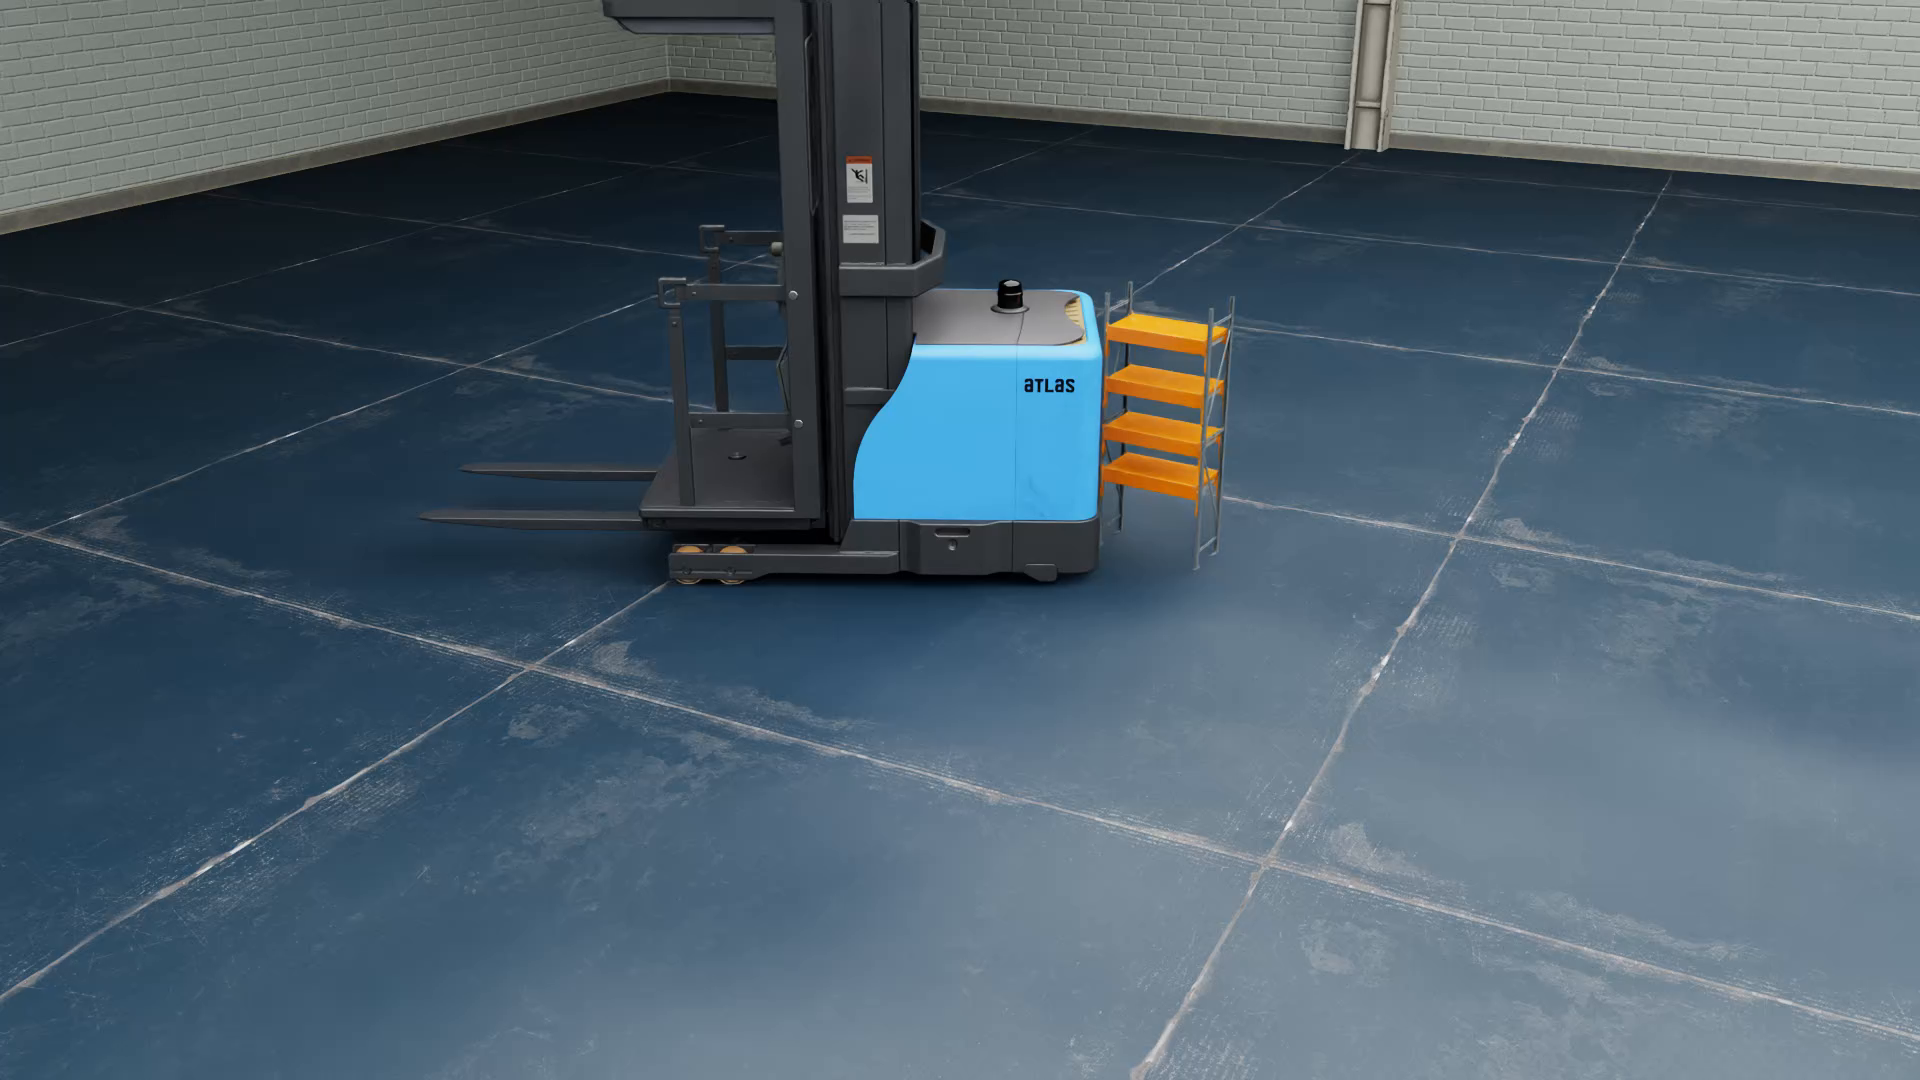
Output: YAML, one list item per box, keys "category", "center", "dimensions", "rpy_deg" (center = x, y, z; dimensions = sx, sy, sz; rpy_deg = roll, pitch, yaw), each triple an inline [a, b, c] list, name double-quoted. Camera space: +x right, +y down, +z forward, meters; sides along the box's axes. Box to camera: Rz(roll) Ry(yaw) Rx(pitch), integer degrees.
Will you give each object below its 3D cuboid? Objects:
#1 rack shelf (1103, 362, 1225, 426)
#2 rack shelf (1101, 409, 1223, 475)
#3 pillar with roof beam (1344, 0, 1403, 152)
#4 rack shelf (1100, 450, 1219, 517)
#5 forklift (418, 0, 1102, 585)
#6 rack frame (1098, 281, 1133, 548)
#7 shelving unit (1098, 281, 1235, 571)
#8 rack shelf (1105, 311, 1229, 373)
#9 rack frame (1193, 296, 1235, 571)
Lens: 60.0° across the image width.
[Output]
- category: "rack shelf"
  center: [0.905, -0.649, 7.343]
  dimensions: [0.480, 0.148, 0.258]
  rpy_deg: [14, 27, 29]
- category: "rack shelf"
  center: [0.905, -0.443, 7.431]
  dimensions: [0.480, 0.148, 0.258]
  rpy_deg: [14, 27, 29]
- category: "pillar with roof beam"
  center: [2.308, -6.737, 12.092]
  dimensions: [0.400, 9.000, 9.100]
  rpy_deg: [11, 25, 25]
- category: "rack shelf"
  center: [0.905, -0.261, 7.509]
  dimensions: [0.480, 0.148, 0.258]
  rpy_deg: [14, 27, 29]
- category: "forklift"
  center: [-0.897, -1.358, 7.197]
  dimensions: [3.031, 2.935, 1.130]
  rpy_deg: [1, 23, 1]
- category: "rack frame"
  center: [0.698, -0.556, 7.524]
  dimensions: [0.015, 1.200, 0.240]
  rpy_deg: [14, 27, 29]
- category: "shelving unit"
  center: [0.905, -0.505, 7.405]
  dimensions: [0.503, 1.200, 0.258]
  rpy_deg: [14, 27, 29]
- category: "rack shelf"
  center: [0.905, -0.867, 7.251]
  dimensions: [0.480, 0.148, 0.258]
  rpy_deg: [14, 27, 29]
- category: "rack frame"
  center: [1.111, -0.455, 7.286]
  dimensions: [0.015, 1.200, 0.240]
  rpy_deg: [14, 27, 29]
